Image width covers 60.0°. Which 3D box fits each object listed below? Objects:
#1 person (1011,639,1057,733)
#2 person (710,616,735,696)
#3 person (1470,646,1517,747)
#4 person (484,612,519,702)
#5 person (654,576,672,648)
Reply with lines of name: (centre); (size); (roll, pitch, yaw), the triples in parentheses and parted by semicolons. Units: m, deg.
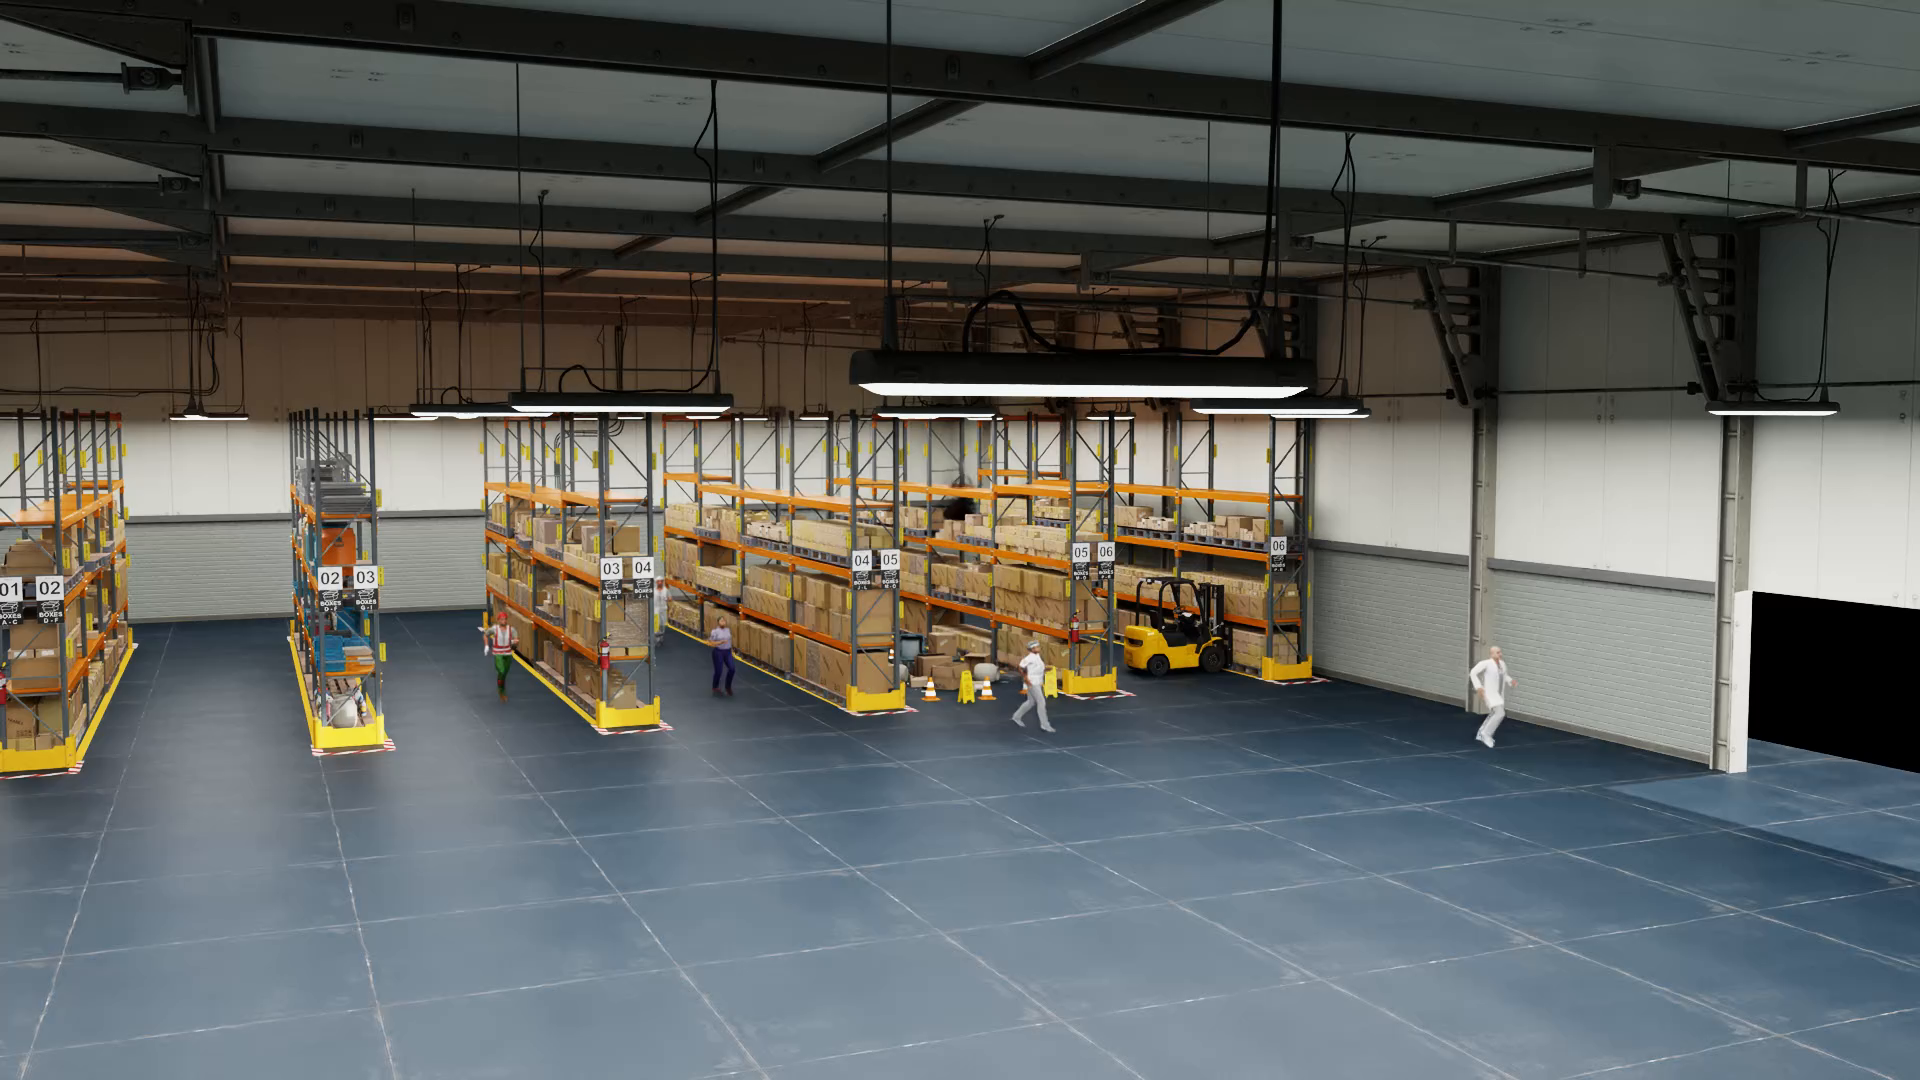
person: (1.388, 2.696, 30.888); (0.873, 1.706, 0.566); (1, 4, 18)
person: (-5.002, 2.455, 35.096); (0.582, 1.695, 0.680); (-3, 5, -32)
person: (9.502, 2.781, 29.529); (0.698, 1.792, 0.766); (-3, 5, -36)
person: (-9.481, 2.411, 34.451); (0.643, 1.844, 0.859); (-3, 5, -35)
person: (-7.717, 1.838, 42.723); (0.647, 1.836, 0.761); (-2, 4, -23)
